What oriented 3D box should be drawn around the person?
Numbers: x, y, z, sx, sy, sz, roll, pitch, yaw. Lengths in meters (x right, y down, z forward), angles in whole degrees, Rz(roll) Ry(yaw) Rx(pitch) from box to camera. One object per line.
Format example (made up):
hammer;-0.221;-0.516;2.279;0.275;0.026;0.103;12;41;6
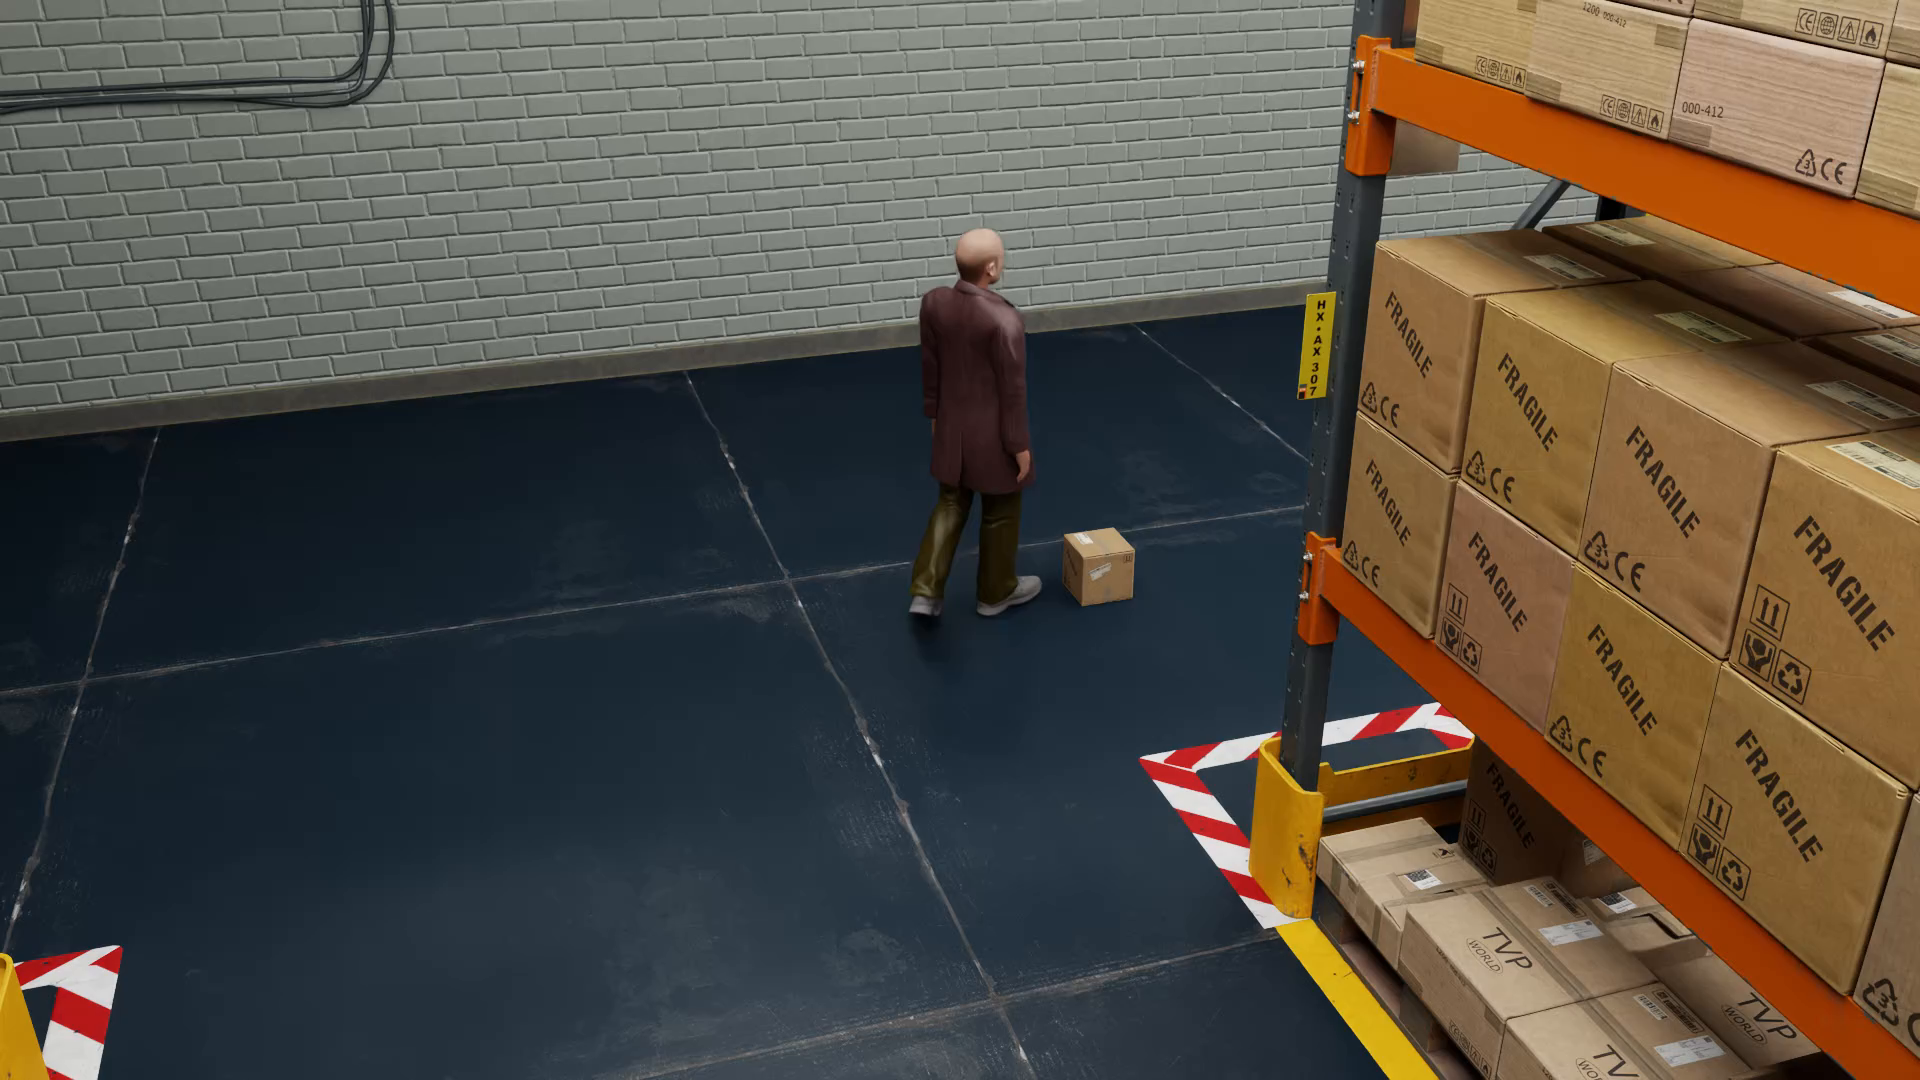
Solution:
person;0.062;-0.461;7.061;0.602;1.773;0.757;19;32;33
